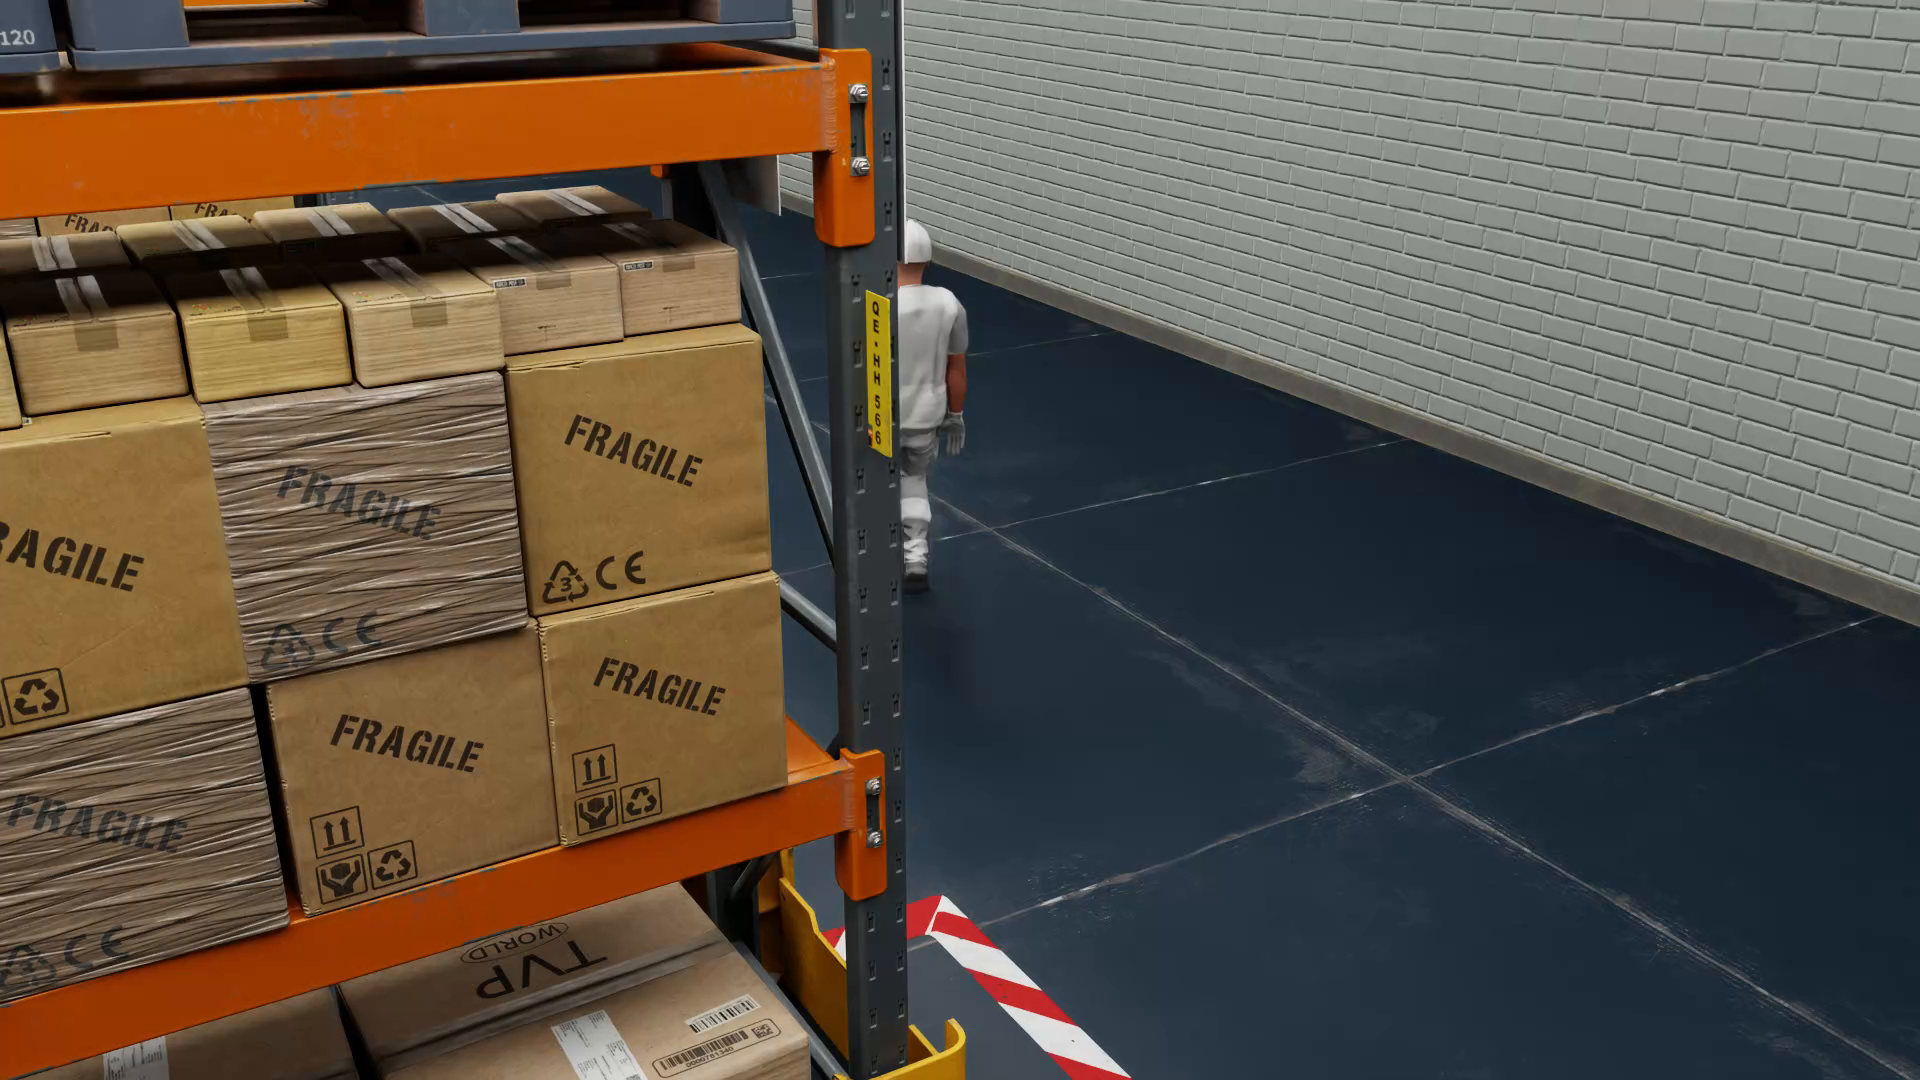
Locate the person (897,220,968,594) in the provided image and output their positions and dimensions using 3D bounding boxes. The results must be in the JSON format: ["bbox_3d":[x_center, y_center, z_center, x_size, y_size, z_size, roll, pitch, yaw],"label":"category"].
[{"bbox_3d":[-0.286,-0.543,7.385,0.584,1.787,0.504,-8,23,-19],"label":"person"}]
